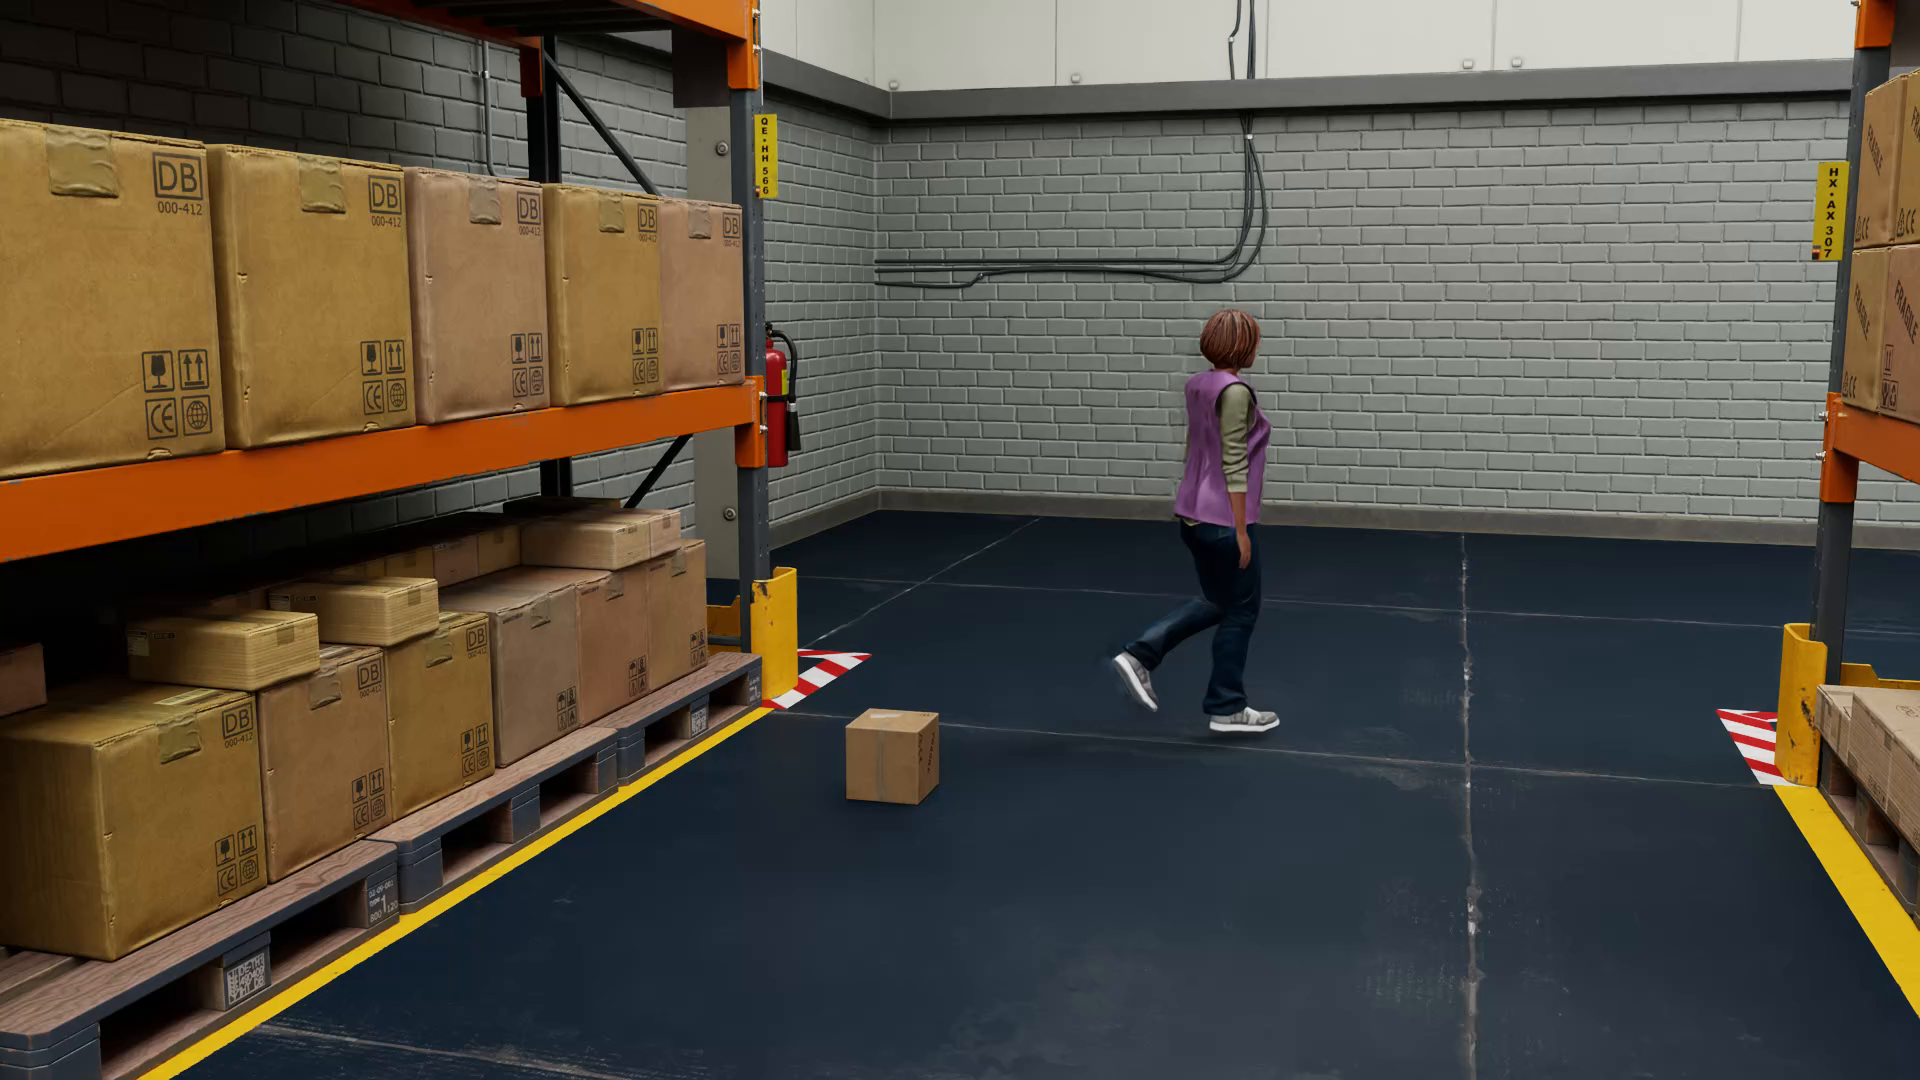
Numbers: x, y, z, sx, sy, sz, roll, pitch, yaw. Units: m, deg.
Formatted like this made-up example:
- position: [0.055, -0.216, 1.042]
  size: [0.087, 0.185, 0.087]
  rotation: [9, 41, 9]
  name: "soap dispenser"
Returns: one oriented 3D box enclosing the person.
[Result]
- position: [0.891, -0.059, 6.157]
  size: [0.629, 1.575, 0.425]
  rotation: [-2, 9, -15]
  name: "person"
